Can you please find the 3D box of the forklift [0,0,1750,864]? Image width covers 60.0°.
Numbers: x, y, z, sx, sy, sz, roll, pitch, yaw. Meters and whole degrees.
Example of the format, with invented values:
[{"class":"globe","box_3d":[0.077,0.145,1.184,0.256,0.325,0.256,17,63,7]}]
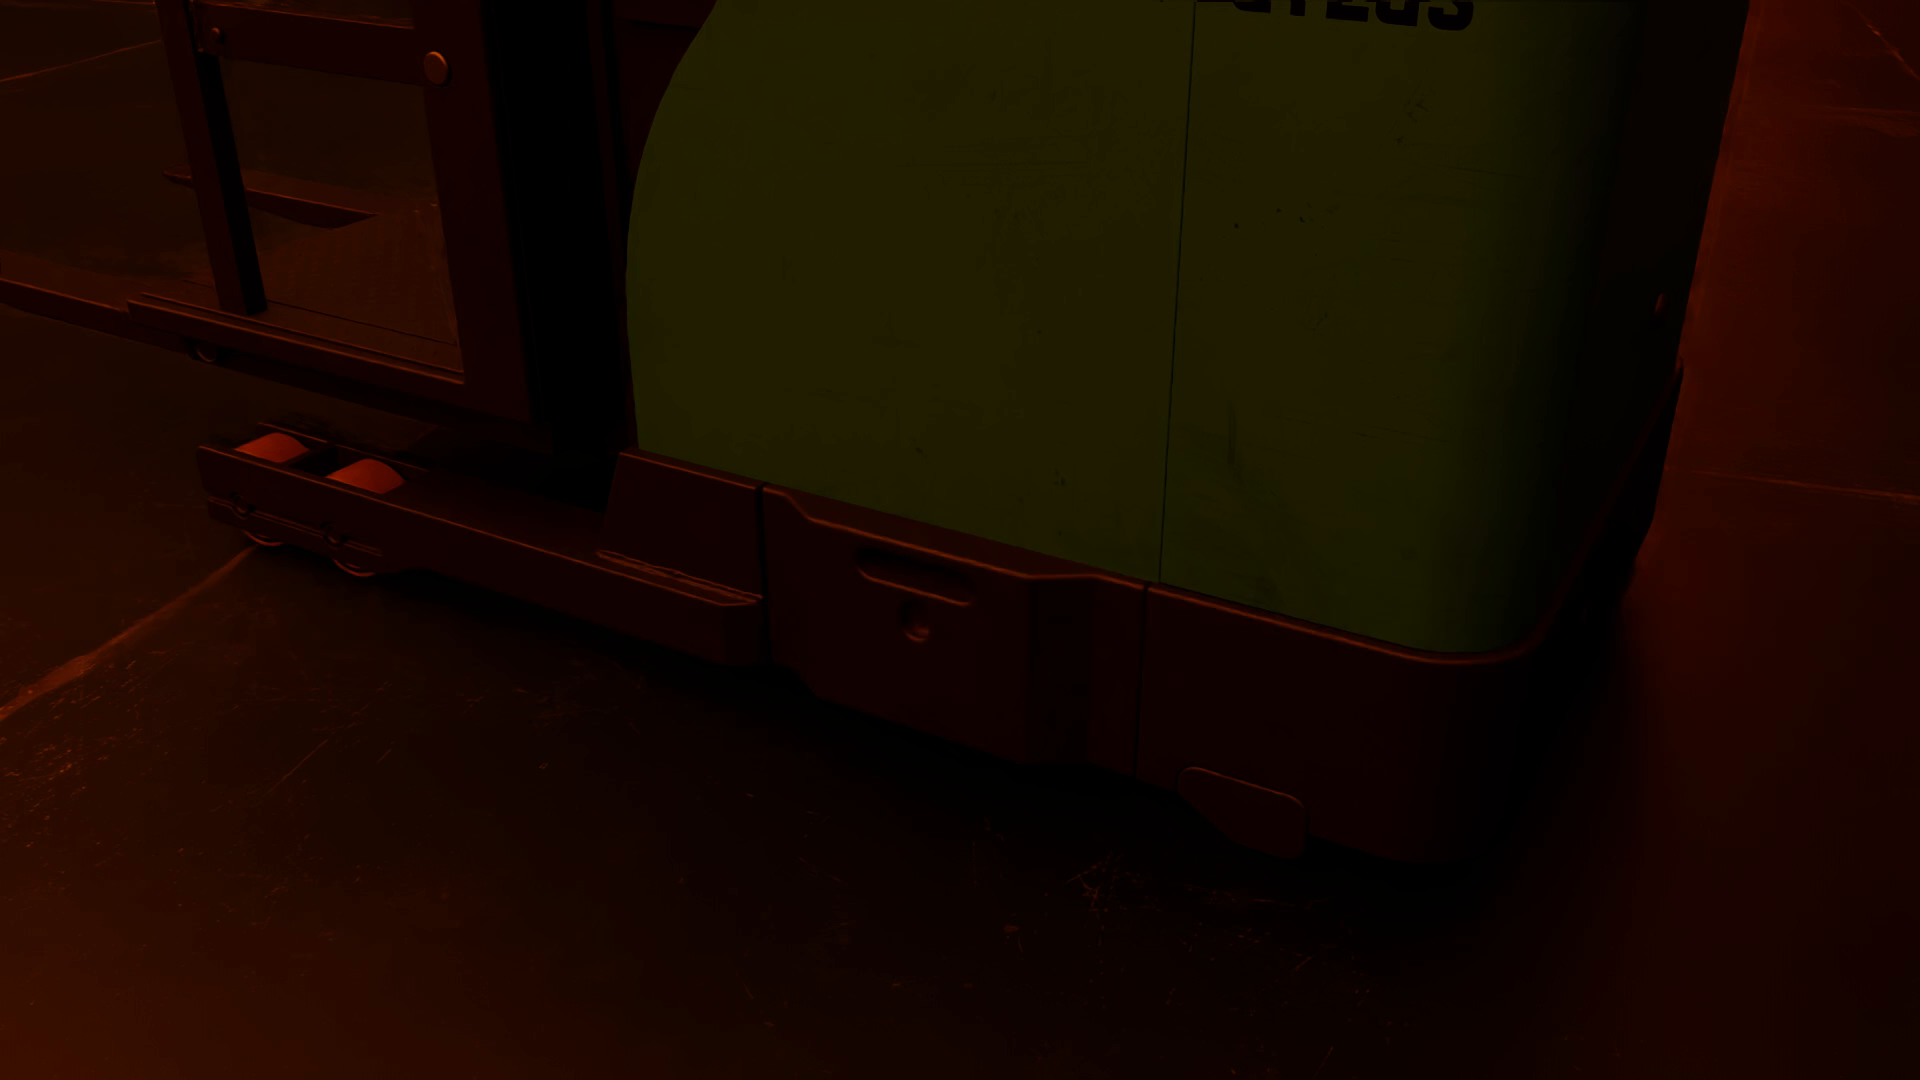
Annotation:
[{"class":"forklift","box_3d":[-0.531,-1.443,2.102,3.031,2.935,1.130,15,30,26]}]
